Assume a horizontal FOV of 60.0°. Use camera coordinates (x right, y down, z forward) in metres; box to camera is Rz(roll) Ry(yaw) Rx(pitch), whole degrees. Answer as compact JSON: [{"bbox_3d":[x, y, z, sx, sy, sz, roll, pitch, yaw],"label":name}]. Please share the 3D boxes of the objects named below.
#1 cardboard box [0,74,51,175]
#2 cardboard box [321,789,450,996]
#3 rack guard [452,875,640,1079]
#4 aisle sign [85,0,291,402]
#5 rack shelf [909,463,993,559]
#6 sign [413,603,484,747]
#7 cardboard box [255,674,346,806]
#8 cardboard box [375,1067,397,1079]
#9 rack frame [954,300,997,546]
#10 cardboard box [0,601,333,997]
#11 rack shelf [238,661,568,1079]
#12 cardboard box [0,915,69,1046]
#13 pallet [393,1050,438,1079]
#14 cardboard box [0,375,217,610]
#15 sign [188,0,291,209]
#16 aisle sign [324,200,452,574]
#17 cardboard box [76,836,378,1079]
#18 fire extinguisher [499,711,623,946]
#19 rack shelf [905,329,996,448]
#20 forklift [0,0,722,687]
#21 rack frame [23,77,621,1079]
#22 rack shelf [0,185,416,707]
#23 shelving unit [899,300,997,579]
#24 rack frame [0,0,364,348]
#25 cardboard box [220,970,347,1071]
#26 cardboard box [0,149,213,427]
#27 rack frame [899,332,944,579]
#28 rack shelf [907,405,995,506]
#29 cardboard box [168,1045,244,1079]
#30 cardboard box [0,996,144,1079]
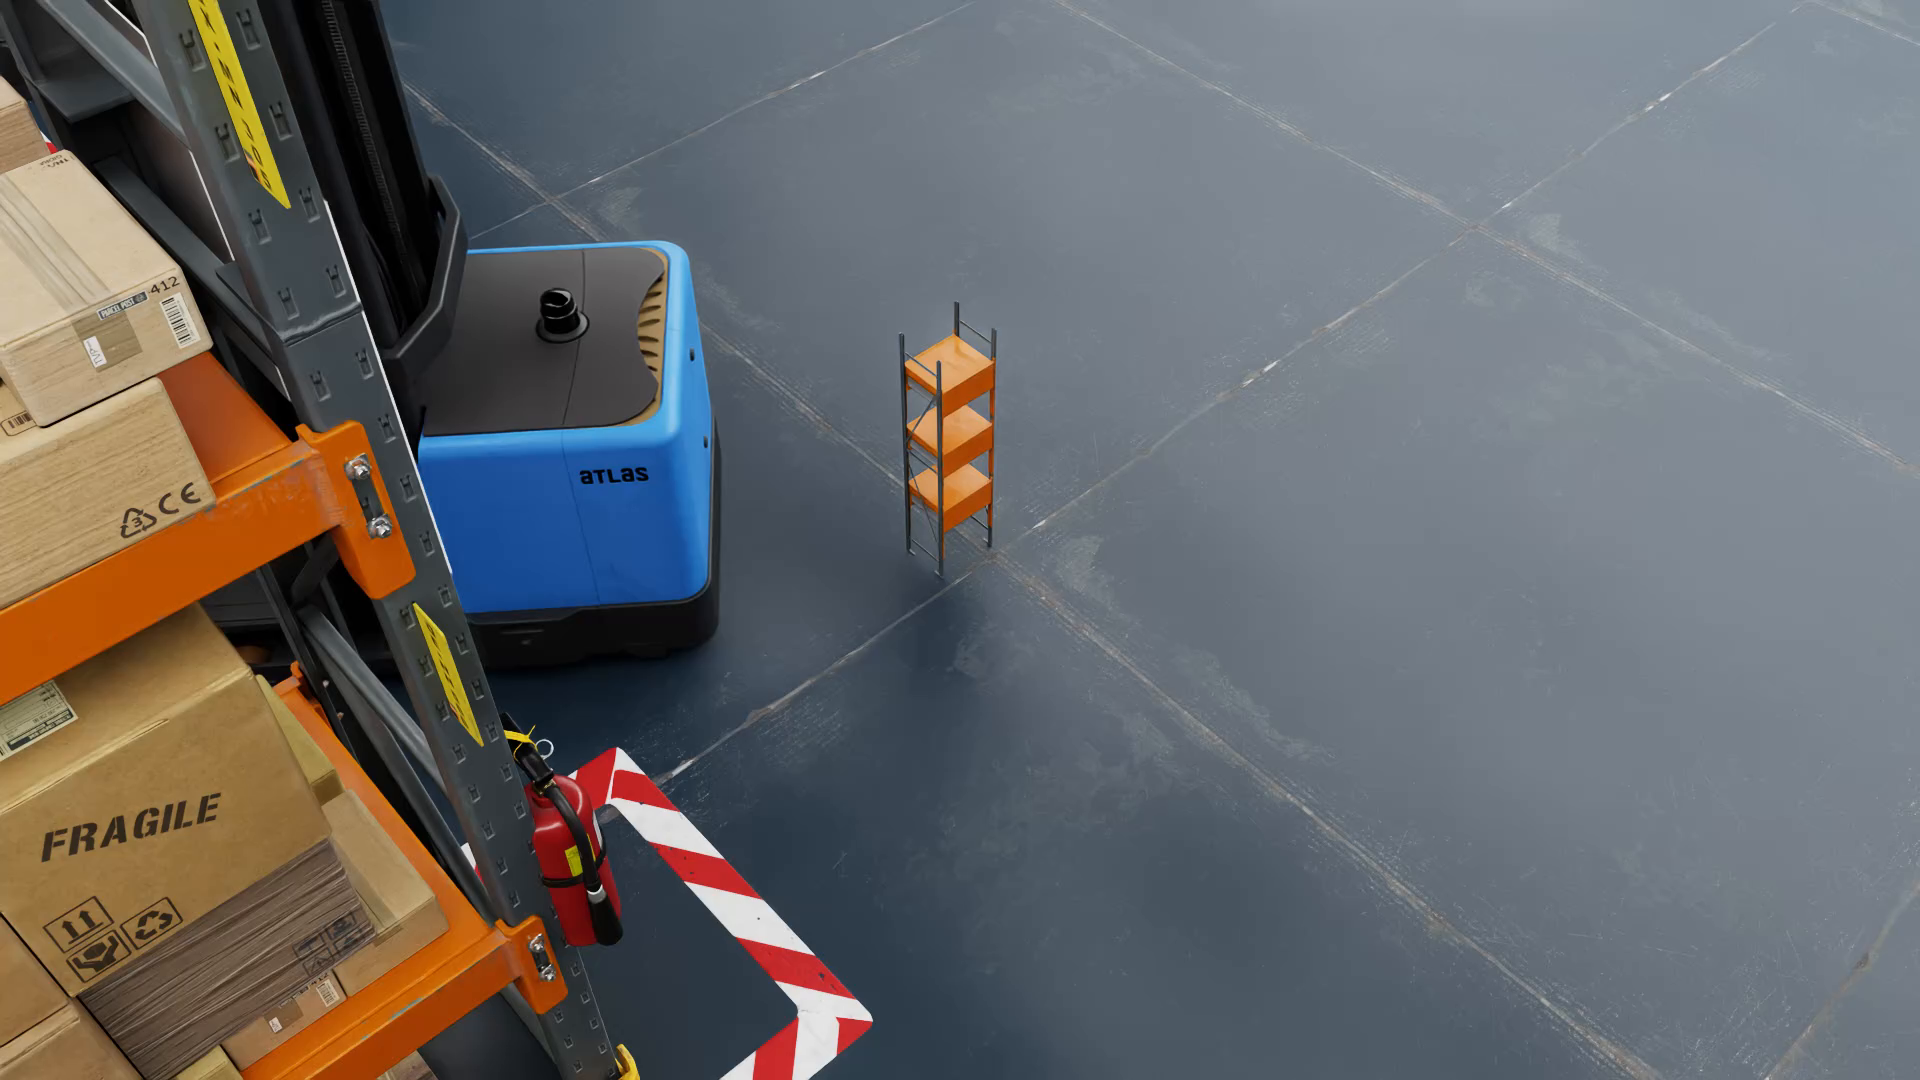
[{"bbox_3d":[-1.633,-0.657,2.605,0.250,0.149,0.380,-34,56,-27],"label":"cardboard box"},{"bbox_3d":[-1.346,0.772,3.668,0.250,0.149,0.380,-34,56,-27],"label":"cardboard box"},{"bbox_3d":[-1.330,1.319,4.693,0.348,0.500,1.175,-34,56,-27],"label":"rack guard"},{"bbox_3d":[-1.430,-0.642,3.032,0.004,0.787,0.394,-34,56,-27],"label":"aisle sign"},{"bbox_3d":[-0.040,-0.134,6.052,0.240,0.259,0.215,-34,56,-27],"label":"rack shelf"},{"bbox_3d":[-0.915,0.246,2.980,0.005,0.325,0.100,-34,56,-27],"label":"sign"},{"bbox_3d":[-1.645,0.530,3.891,0.250,0.149,0.380,-34,56,-27],"label":"cardboard box"},{"bbox_3d":[-1.747,1.439,4.297,0.500,0.500,0.500,-24,52,-21],"label":"cardboard box"},{"bbox_3d":[0.051,-0.390,5.895,0.008,1.050,0.200,-34,56,-27],"label":"rack frame"},{"bbox_3d":[-1.514,0.366,2.920,0.500,0.500,0.500,-34,56,-27],"label":"cardboard box"},{"bbox_3d":[-2.753,1.666,3.161,4.000,0.370,1.077,-34,56,-27],"label":"rack shelf"},{"bbox_3d":[-1.880,0.616,2.689,0.500,0.500,0.500,-34,56,-27],"label":"cardboard box"},{"bbox_3d":[-1.955,1.799,4.446,1.213,0.211,1.003,-34,56,-27],"label":"pallet"},{"bbox_3d":[-1.459,-0.156,2.414,0.500,0.250,0.500,-33,55,-26],"label":"cardboard box"},{"bbox_3d":[-0.915,-0.572,2.093,0.005,0.325,0.100,-34,56,-27],"label":"sign"},{"bbox_3d":[-1.026,-0.315,2.731,0.004,0.787,0.394,-34,56,-27],"label":"aisle sign"},{"bbox_3d":[-1.699,0.556,3.426,0.500,0.500,0.875,-34,56,-27],"label":"cardboard box"},{"bbox_3d":[-0.879,0.654,3.658,0.183,0.674,0.296,-34,56,-27],"label":"fire extinguisher"},{"bbox_3d":[-0.040,-0.515,5.639,0.240,0.259,0.215,-34,56,-27],"label":"rack shelf"},{"bbox_3d":[-2.399,-0.867,5.056,3.031,2.935,1.130,-4,47,-3],"label":"forklift"},{"bbox_3d":[-1.274,0.434,3.809,0.127,3.000,1.000,-34,56,-27],"label":"rack frame"},{"bbox_3d":[-2.753,0.649,2.058,4.000,0.370,1.077,-34,56,-27],"label":"rack shelf"},{"bbox_3d":[-0.040,-0.330,5.840,0.252,1.050,0.215,-34,56,-27],"label":"shelving unit"},{"bbox_3d":[-1.274,-1.601,1.604,0.127,3.000,1.000,-34,56,-27],"label":"rack frame"},{"bbox_3d":[-1.531,0.895,3.554,0.250,0.149,0.380,-34,56,-27],"label":"cardboard box"},{"bbox_3d":[-1.269,-0.361,2.332,0.250,0.149,0.380,-34,56,-27],"label":"cardboard box"},{"bbox_3d":[-0.130,-0.269,5.784,0.008,1.050,0.200,-34,56,-27],"label":"rack frame"},{"bbox_3d":[-0.040,-0.322,5.848,0.240,0.259,0.215,-34,56,-27],"label":"rack shelf"},{"bbox_3d":[-1.681,1.047,3.414,0.250,0.149,0.380,-34,56,-27],"label":"cardboard box"},{"bbox_3d":[-1.988,0.868,3.137,0.500,0.500,0.875,-34,56,-27],"label":"cardboard box"}]
